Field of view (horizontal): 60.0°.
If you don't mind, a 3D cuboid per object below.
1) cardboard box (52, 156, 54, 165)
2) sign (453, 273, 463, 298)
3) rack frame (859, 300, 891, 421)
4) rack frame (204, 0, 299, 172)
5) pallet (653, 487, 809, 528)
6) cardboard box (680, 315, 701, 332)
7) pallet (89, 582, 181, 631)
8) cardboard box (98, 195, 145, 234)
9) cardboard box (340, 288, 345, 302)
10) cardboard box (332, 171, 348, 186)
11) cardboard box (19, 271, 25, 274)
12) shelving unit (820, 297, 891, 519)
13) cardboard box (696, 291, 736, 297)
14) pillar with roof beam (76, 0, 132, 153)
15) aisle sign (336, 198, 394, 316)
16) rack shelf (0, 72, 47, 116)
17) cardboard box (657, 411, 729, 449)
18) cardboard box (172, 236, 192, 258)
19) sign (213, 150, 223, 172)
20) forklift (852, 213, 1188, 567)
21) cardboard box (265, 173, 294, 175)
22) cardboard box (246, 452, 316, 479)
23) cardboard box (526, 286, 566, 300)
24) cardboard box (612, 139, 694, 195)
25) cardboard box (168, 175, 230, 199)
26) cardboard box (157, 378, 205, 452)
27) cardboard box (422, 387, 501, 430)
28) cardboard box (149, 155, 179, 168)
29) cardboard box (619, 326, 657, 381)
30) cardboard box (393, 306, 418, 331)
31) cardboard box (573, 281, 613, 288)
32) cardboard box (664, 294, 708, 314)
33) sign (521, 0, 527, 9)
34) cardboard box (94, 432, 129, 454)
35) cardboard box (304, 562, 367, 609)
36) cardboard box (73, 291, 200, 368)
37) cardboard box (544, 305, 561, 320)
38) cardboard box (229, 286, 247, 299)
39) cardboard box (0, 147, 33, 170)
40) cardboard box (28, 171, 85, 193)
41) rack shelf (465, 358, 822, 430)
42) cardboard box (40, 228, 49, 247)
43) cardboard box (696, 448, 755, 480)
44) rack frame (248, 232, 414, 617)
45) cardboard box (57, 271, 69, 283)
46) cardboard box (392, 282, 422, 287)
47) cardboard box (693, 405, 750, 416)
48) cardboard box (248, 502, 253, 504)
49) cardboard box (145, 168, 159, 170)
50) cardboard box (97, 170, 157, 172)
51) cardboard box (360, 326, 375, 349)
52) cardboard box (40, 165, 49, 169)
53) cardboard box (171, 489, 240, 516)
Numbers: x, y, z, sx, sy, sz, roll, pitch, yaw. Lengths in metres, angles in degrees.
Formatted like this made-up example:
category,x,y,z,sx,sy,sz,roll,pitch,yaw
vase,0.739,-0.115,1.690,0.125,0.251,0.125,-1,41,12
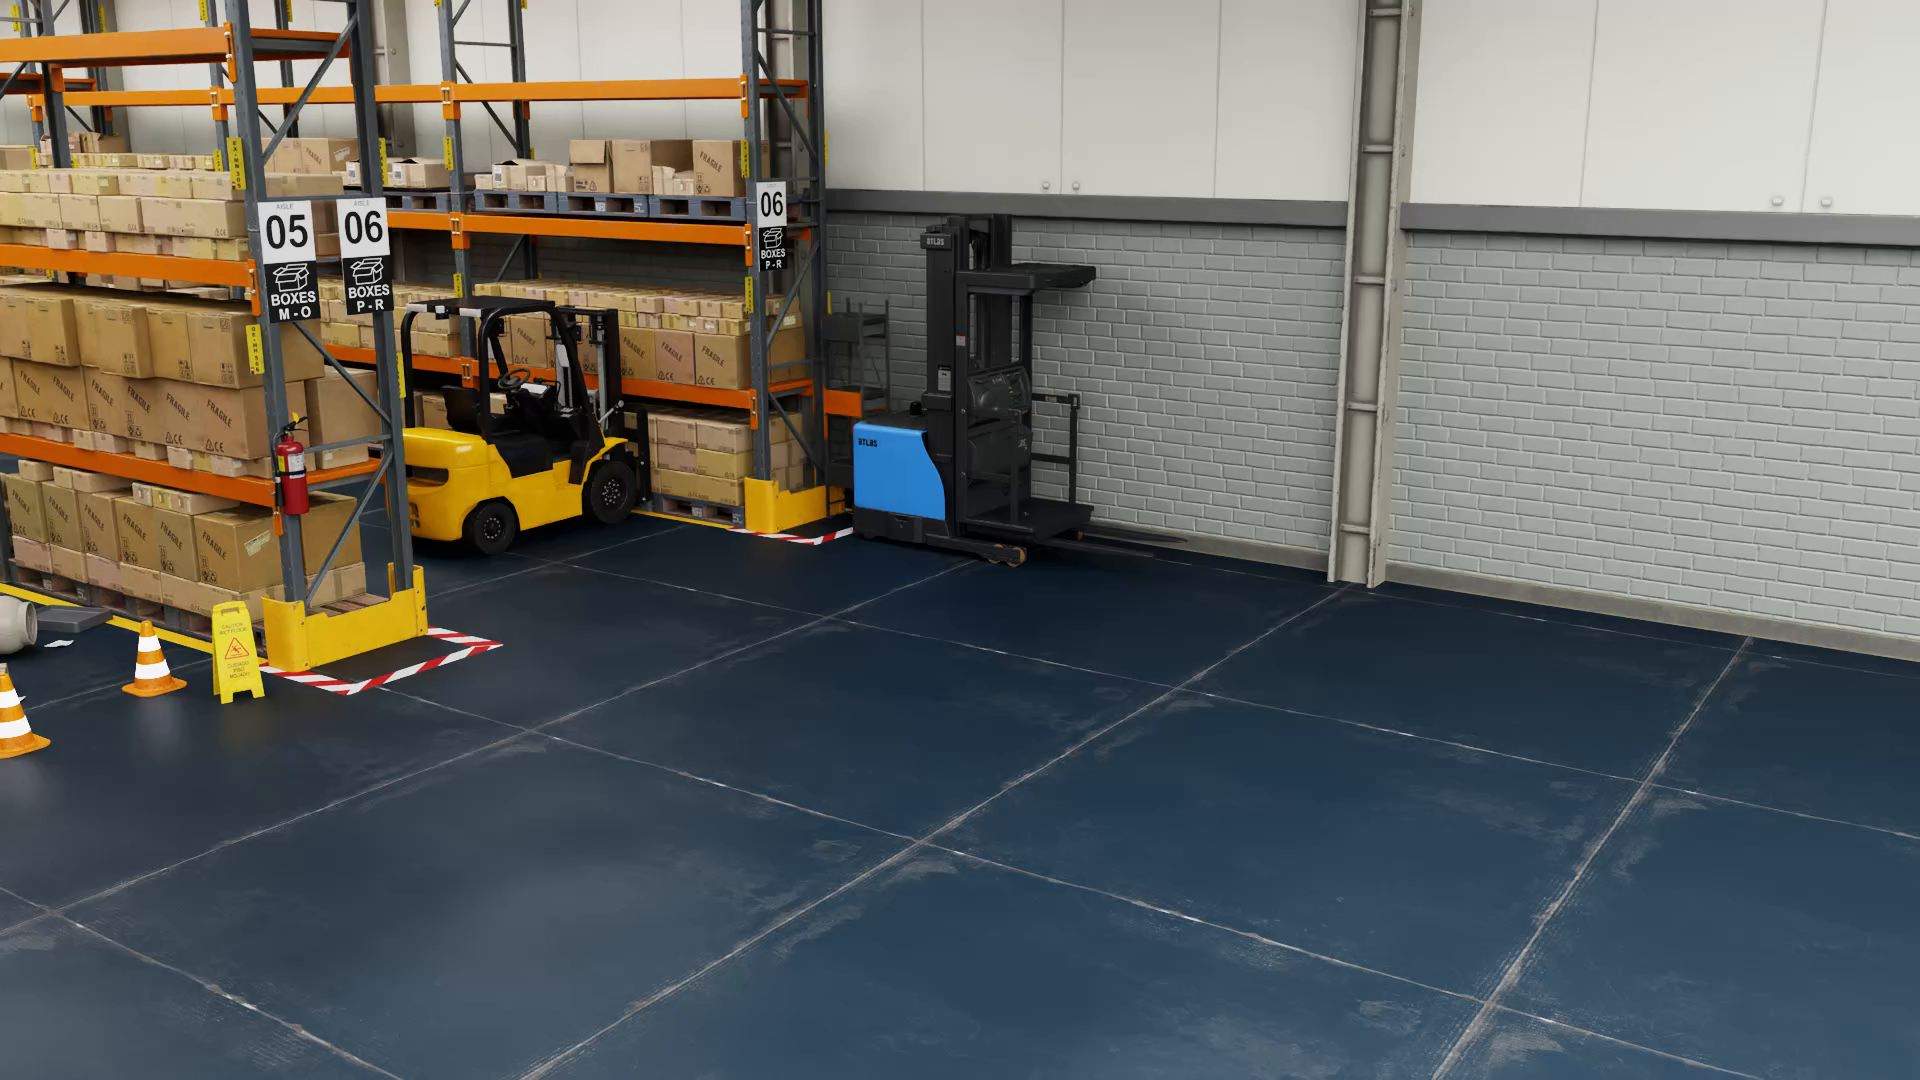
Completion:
category,x,y,z,sx,sy,sz,roll,pitch,yaw
cardboard box,-11.286,-4.841,21.144,0.250,0.149,0.380,10,17,34
sign,-5.207,-2.601,17.269,0.005,0.325,0.100,9,17,33
rack frame,-0.790,-1.193,15.673,0.015,2.100,0.400,10,17,37
rack frame,-8.231,-5.635,19.287,0.127,3.000,1.000,9,17,33
pallet,-2.251,-0.391,16.389,1.213,0.211,1.003,9,17,33
cardboard box,-2.447,-2.080,15.850,0.250,0.149,0.380,10,17,34
pallet,-6.086,0.404,13.180,1.213,0.211,1.003,9,17,33
cardboard box,-5.785,-2.339,11.906,0.500,0.250,0.500,10,17,34
cardboard box,-6.660,-2.737,18.507,0.250,0.149,0.380,9,16,31
cardboard box,-6.634,-3.963,18.217,0.250,0.149,0.380,9,16,32
cardboard box,-13.071,-3.652,23.453,0.500,0.250,0.500,9,17,33
shelving unit,-0.980,-1.226,15.822,0.503,2.100,0.431,10,17,37
cardboard box,-2.375,-2.356,16.349,0.250,0.149,0.380,9,17,33
pillar with roof beam,-14.028,-5.586,19.090,0.400,9.000,9.100,9,17,33
aisle sign,-4.136,-1.975,11.577,0.004,0.787,0.394,9,17,33
rack shelf,-9.339,-3.833,14.338,4.000,0.370,1.077,9,17,33
cardboard box,-2.576,-1.072,16.104,0.500,0.250,0.500,10,17,34
cardboard box,-5.239,-2.055,11.591,0.250,0.149,0.380,10,17,34
sign,-8.536,-4.322,19.149,0.005,0.325,0.100,9,17,33
forklift,0.521,-1.338,14.557,3.031,2.935,1.130,9,17,33
cardboard box,-4.932,-2.546,11.913,0.250,0.149,0.380,9,17,33
cardboard box,-4.790,-0.546,11.734,0.250,0.149,0.380,10,17,35
cardboard box,-4.173,-2.488,16.881,0.250,0.149,0.380,10,17,34
cardboard box,-2.891,-3.575,15.918,0.500,0.500,0.700,9,17,33
cardboard box,-5.220,-2.440,11.487,0.250,0.149,0.380,9,16,32
cardboard box,-5.377,-0.939,11.973,0.500,0.500,0.500,9,17,33
cardboard box,-5.352,-1.305,18.349,0.625,0.625,0.875,10,17,35
cardboard box,-9.548,-4.572,20.098,0.250,0.149,0.380,9,16,32
cardboard box,-2.999,-1.852,16.283,0.500,0.500,0.500,9,16,32
cardboard box,-5.893,-2.439,18.132,0.500,0.250,0.500,9,16,31
cardboard box,-3.824,-2.616,17.398,0.250,0.149,0.380,9,16,32
cardboard box,-2.627,-2.269,15.996,0.250,0.149,0.380,9,17,33
sign,-4.582,-5.736,17.422,0.005,0.325,0.100,9,17,33
cardboard box,-6.316,-0.767,12.627,0.250,0.149,0.380,9,17,33
cardboard box,-4.875,0.308,12.613,0.500,0.250,0.500,9,17,32
cardboard box,-6.139,-1.575,12.462,0.500,0.500,0.700,9,17,32
cardboard box,-3.967,-2.308,16.772,0.250,0.149,0.380,9,17,32
cardboard box,-8.571,-3.076,20.350,0.500,0.500,0.500,10,17,35
cardboard box,-8.360,-3.249,14.289,0.500,0.250,0.500,9,16,32
cardboard box,-6.717,-2.680,12.456,0.250,0.149,0.380,9,16,31
rack shelf,-3.253,-1.569,16.844,4.000,0.370,1.077,9,17,33
cardboard box,-6.703,-2.303,12.590,0.250,0.149,0.380,9,16,31
cardboard box,-2.172,-0.765,15.905,0.500,0.250,0.500,9,16,32
rack frame,-4.360,-0.660,11.674,0.127,3.000,1.000,9,17,33
cardboard box,-11.274,-3.402,21.670,0.500,0.500,0.700,10,17,34
cardboard box,-6.323,-2.854,18.977,0.250,0.149,0.380,9,17,33
cardboard box,-2.303,-1.173,16.514,0.500,0.250,0.500,9,17,33
cardboard box,-5.332,-0.129,12.815,0.500,0.500,0.500,8,16,31
cardboard box,-9.713,-4.477,20.334,0.250,0.149,0.380,10,17,34
cardboard box,-6.422,-2.782,12.867,0.250,0.149,0.380,9,16,32
cardboard box,-6.292,-2.268,18.483,0.500,0.250,0.500,9,17,33
cardboard box,-11.525,-4.727,21.300,0.250,0.149,0.380,9,17,34
cardboard box,-5.513,-0.299,12.154,0.250,0.149,0.380,10,17,34
